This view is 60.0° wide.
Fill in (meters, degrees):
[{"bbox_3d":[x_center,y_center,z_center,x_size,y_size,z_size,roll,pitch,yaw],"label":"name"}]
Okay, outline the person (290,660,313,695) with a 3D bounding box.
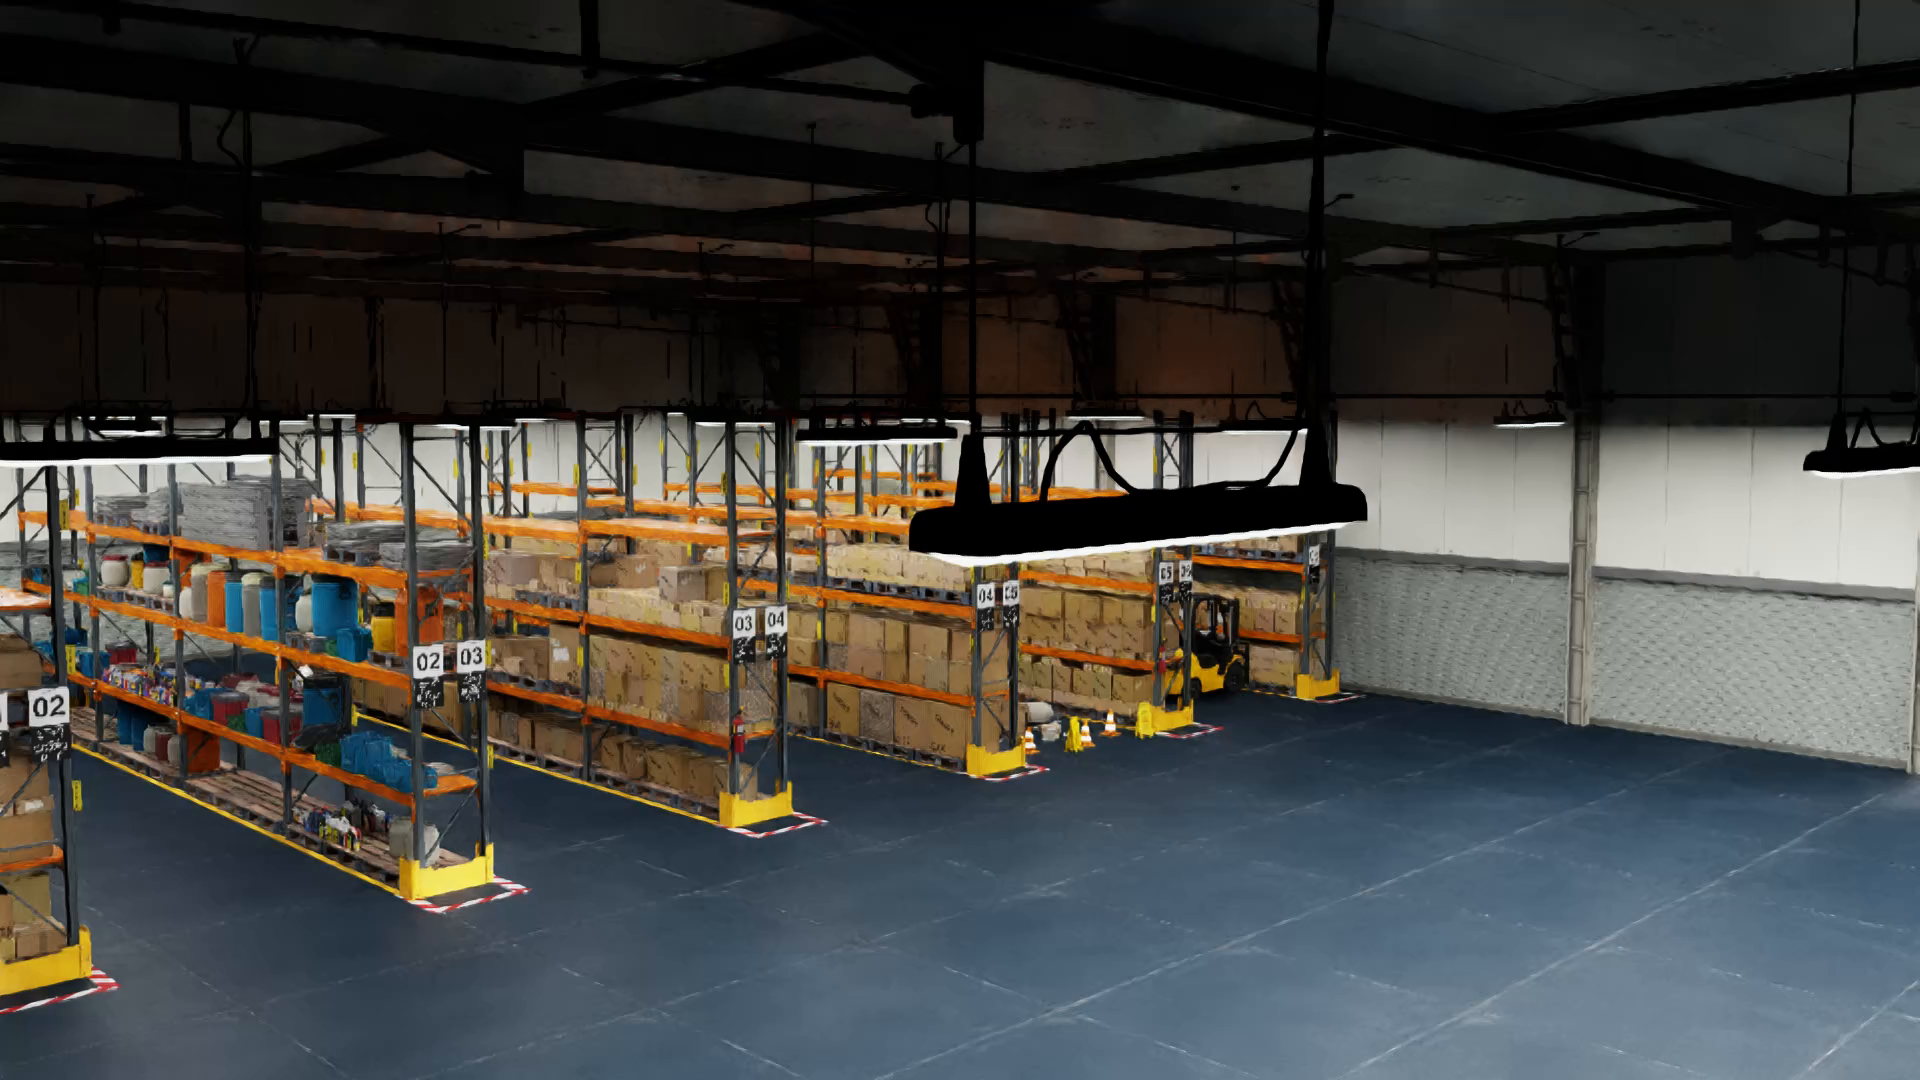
[{"bbox_3d":[-11.725,2.873,29.613,0.586,1.748,0.653,-1,5,-16],"label":"person"}]
